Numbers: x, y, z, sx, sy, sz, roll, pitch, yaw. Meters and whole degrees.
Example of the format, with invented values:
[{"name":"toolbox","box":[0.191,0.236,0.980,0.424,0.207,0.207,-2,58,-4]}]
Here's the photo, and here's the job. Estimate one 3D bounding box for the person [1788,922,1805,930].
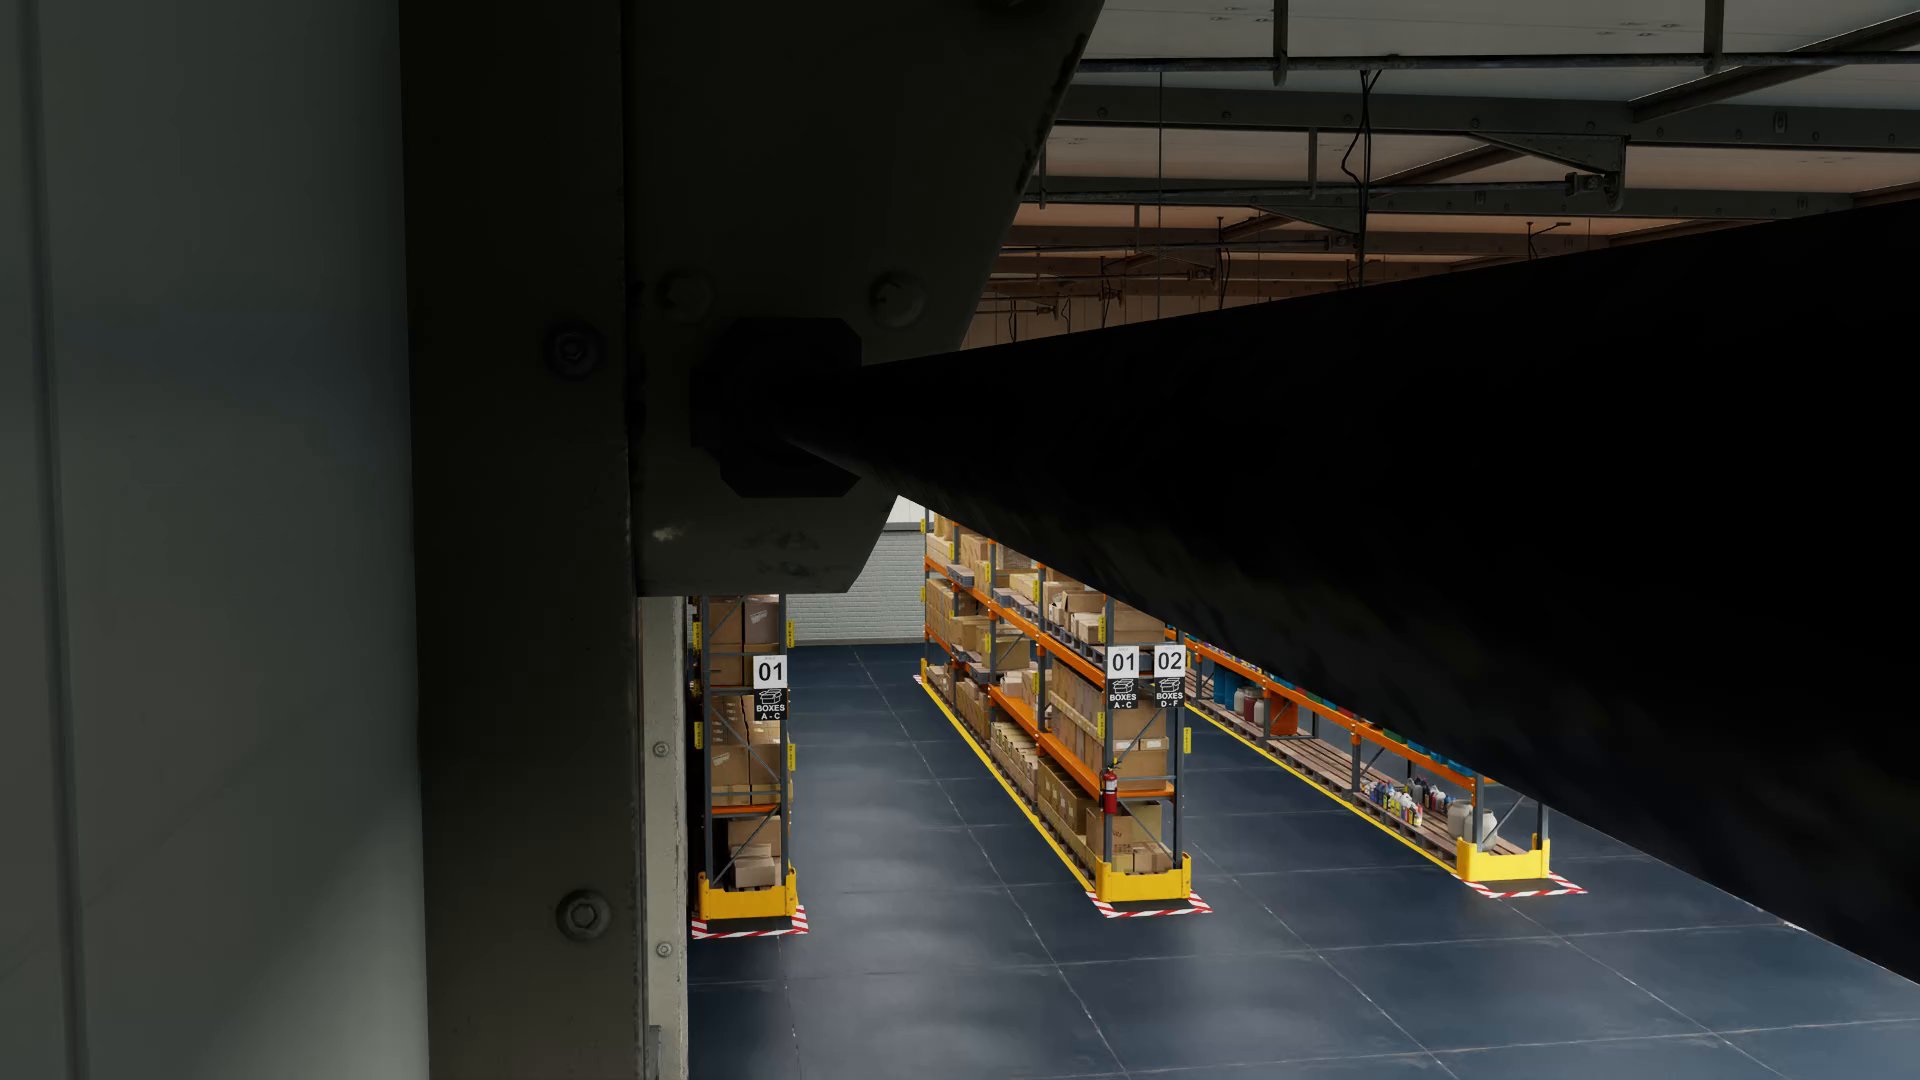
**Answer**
[{"name":"person","box":[10.090,3.783,19.550,0.589,1.632,0.552,2,5,18]}]
